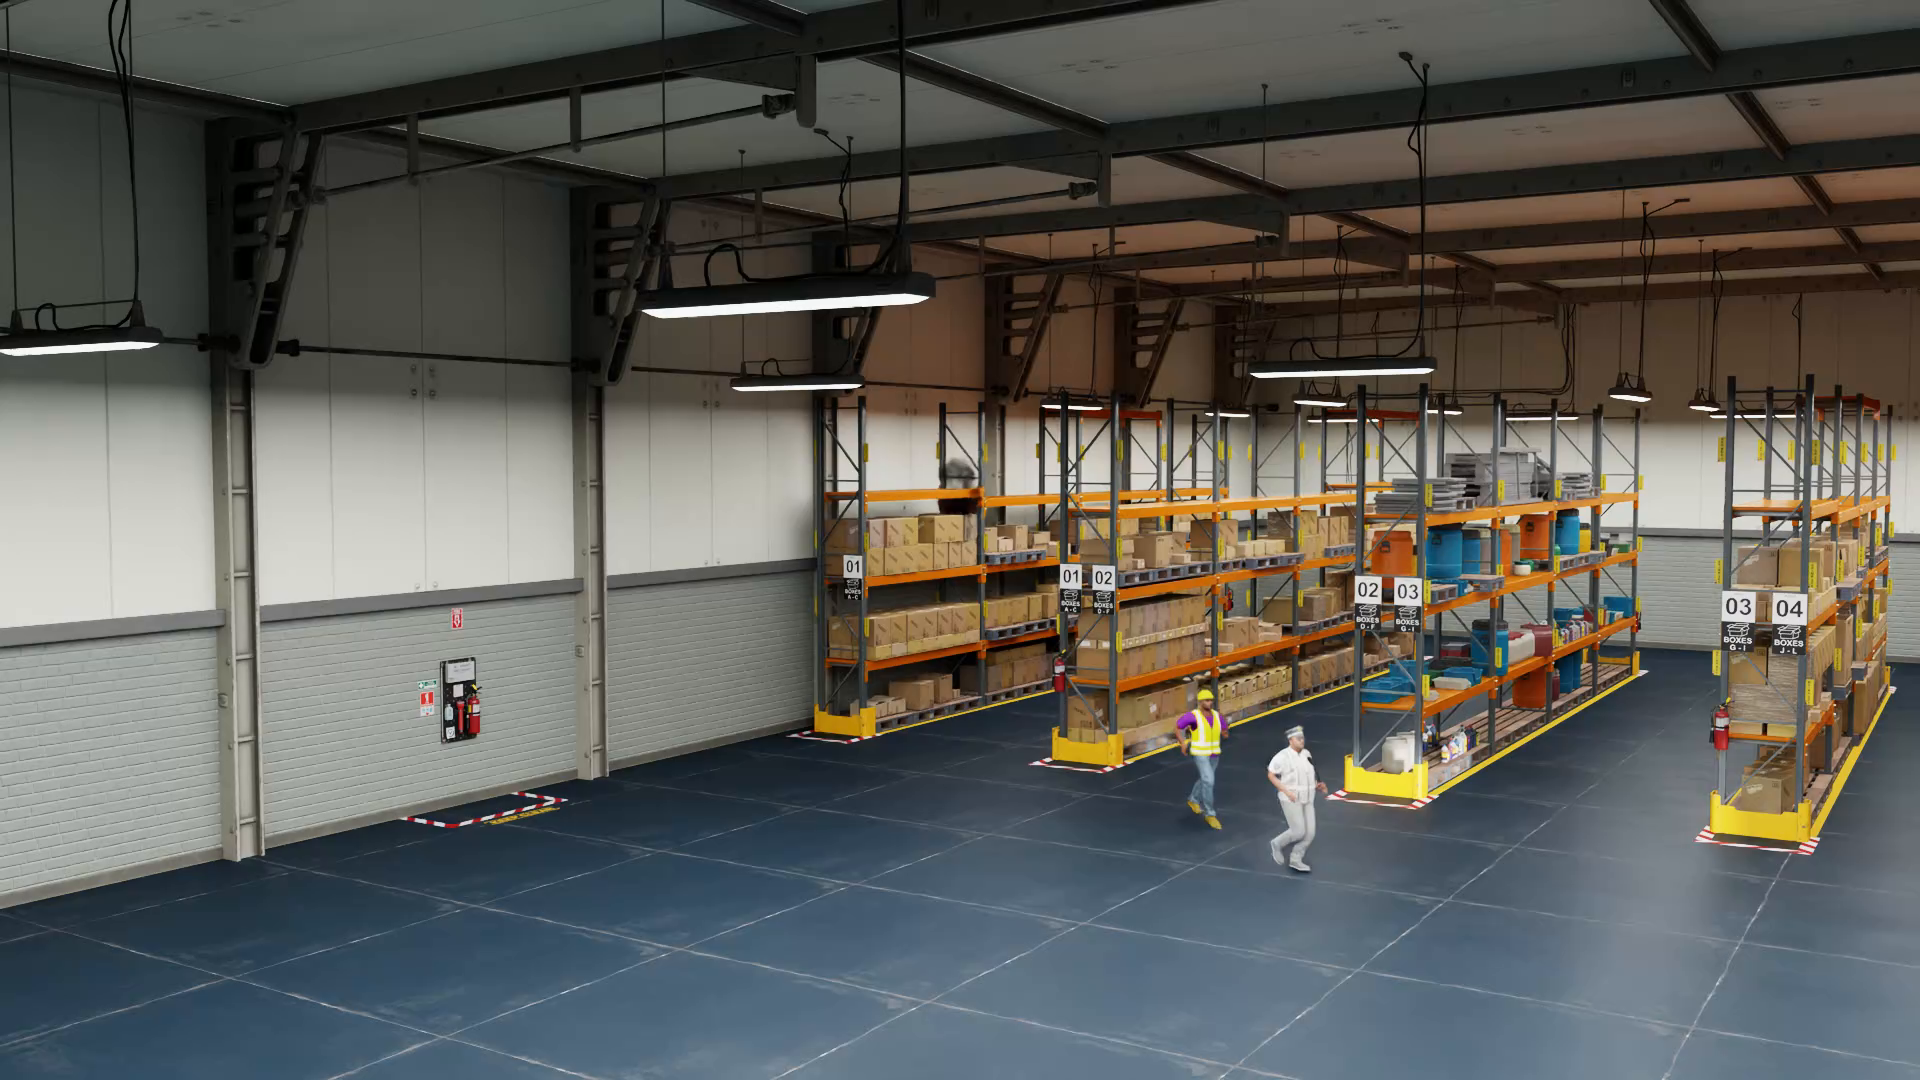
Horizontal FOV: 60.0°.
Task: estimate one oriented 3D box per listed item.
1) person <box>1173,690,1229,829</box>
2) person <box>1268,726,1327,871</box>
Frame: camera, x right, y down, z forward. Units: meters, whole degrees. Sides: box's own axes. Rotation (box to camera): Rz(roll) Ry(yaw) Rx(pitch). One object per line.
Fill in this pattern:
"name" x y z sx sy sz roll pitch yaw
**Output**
"person" 3.318 2.923 22.477 0.685 1.806 0.871 -2 3 -31
"person" 4.042 3.085 19.897 0.658 1.733 0.619 -2 4 -34
